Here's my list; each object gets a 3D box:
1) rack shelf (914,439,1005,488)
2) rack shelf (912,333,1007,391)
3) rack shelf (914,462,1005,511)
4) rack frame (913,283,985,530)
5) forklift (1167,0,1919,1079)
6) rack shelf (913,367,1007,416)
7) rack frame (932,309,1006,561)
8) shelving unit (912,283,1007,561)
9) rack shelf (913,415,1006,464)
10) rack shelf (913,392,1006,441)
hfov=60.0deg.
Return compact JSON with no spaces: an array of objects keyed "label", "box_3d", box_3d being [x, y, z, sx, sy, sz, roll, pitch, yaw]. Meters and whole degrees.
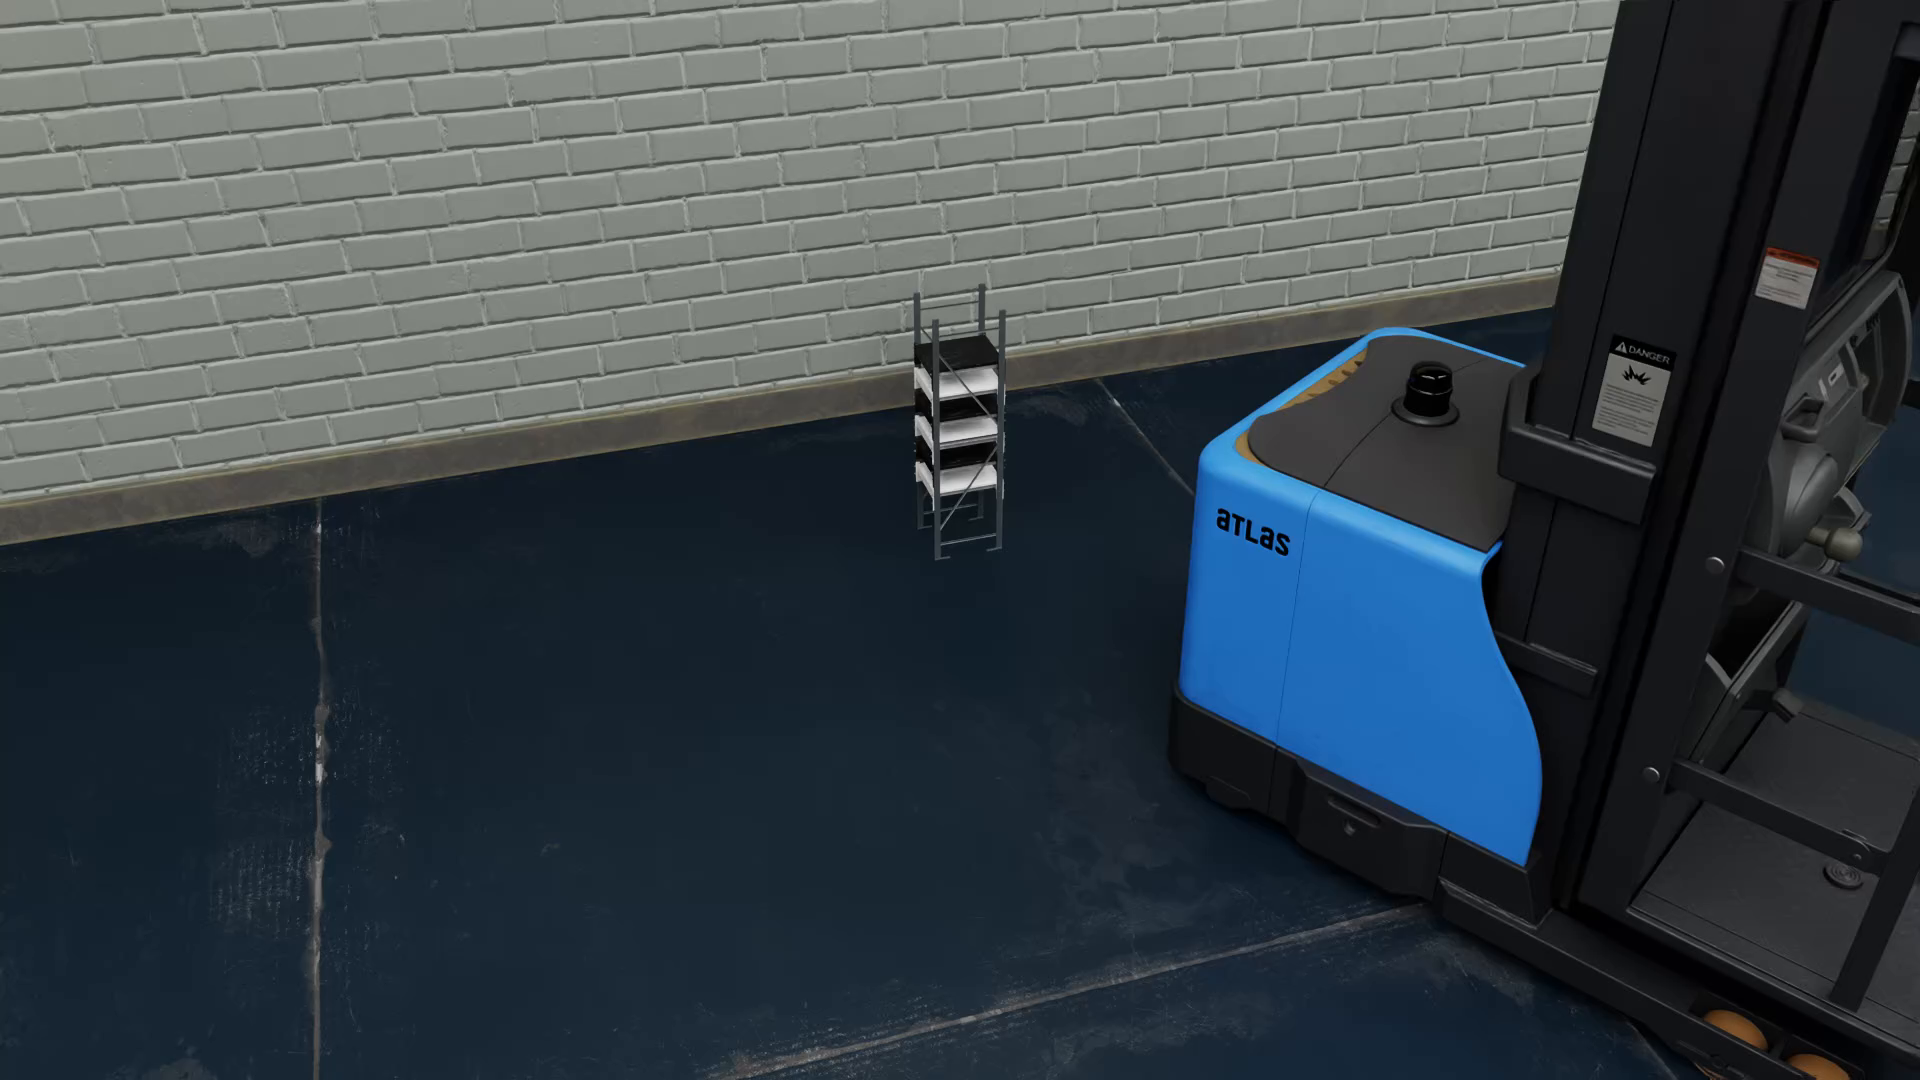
[{"label":"rack shelf","box_3d":[-0.002,-0.277,5.576,0.258,0.077,0.200,-10,35,-15]},{"label":"rack shelf","box_3d":[-0.002,-0.577,5.378,0.258,0.077,0.200,-10,35,-15]},{"label":"rack shelf","box_3d":[-0.002,-0.202,5.626,0.258,0.077,0.200,-10,35,-15]},{"label":"rack frame","box_3d":[-0.033,-0.433,5.589,0.240,0.900,0.006,-10,35,-15]},{"label":"forklift","box_3d":[2.031,-0.227,3.434,3.031,2.935,1.130,25,41,33]},{"label":"rack shelf","box_3d":[-0.002,-0.502,5.428,0.258,0.077,0.200,-10,35,-15]},{"label":"rack frame","box_3d":[0.029,-0.326,5.428,0.240,0.900,0.006,-10,35,-15]},{"label":"shelving unit","box_3d":[-0.002,-0.380,5.508,0.258,0.900,0.210,-10,35,-15]},{"label":"rack shelf","box_3d":[-0.002,-0.352,5.527,0.258,0.077,0.200,-10,35,-15]},{"label":"rack shelf","box_3d":[-0.002,-0.427,5.477,0.258,0.077,0.200,-10,35,-15]}]
